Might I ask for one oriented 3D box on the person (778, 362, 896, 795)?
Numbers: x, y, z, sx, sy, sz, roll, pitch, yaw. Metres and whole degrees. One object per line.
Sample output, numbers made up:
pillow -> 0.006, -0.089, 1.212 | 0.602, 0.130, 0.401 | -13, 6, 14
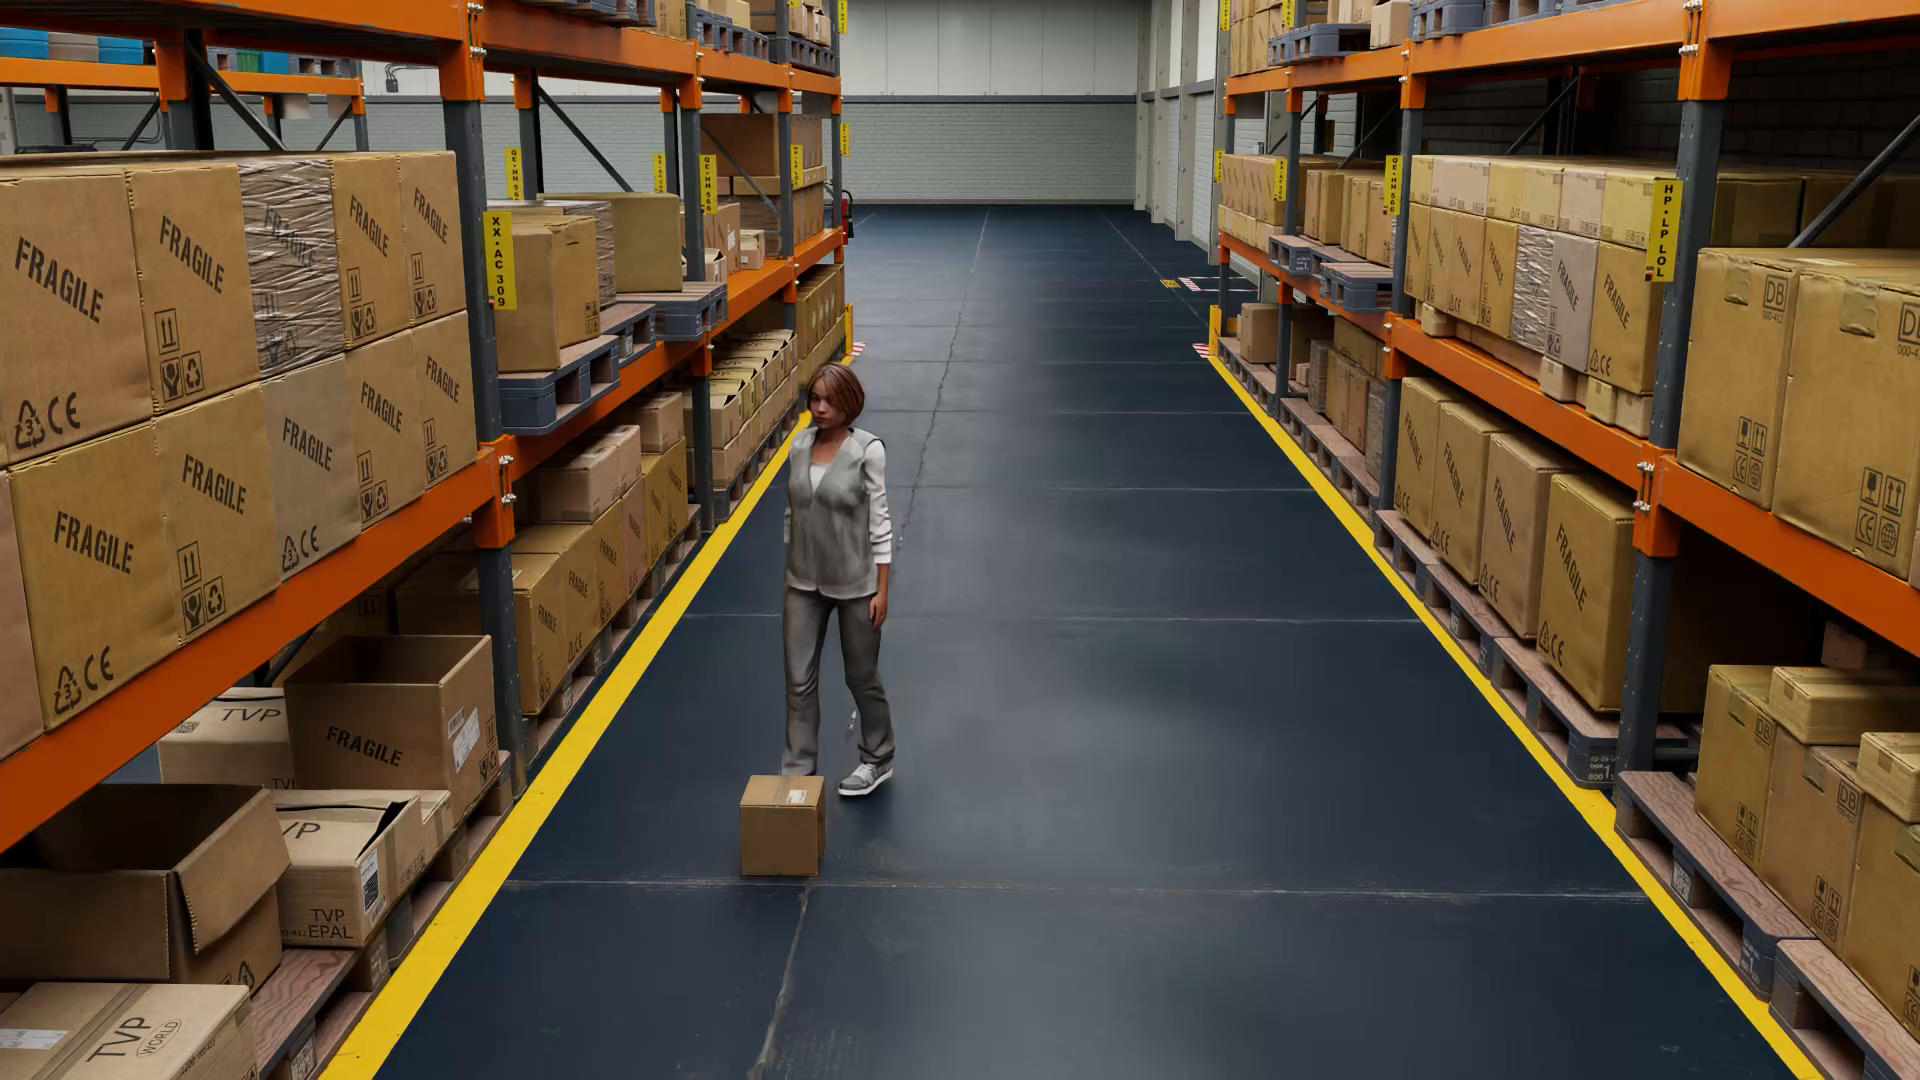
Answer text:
person -> -0.455, 0.180, 5.788 | 0.420, 1.591, 0.644 | 5, 15, 20
